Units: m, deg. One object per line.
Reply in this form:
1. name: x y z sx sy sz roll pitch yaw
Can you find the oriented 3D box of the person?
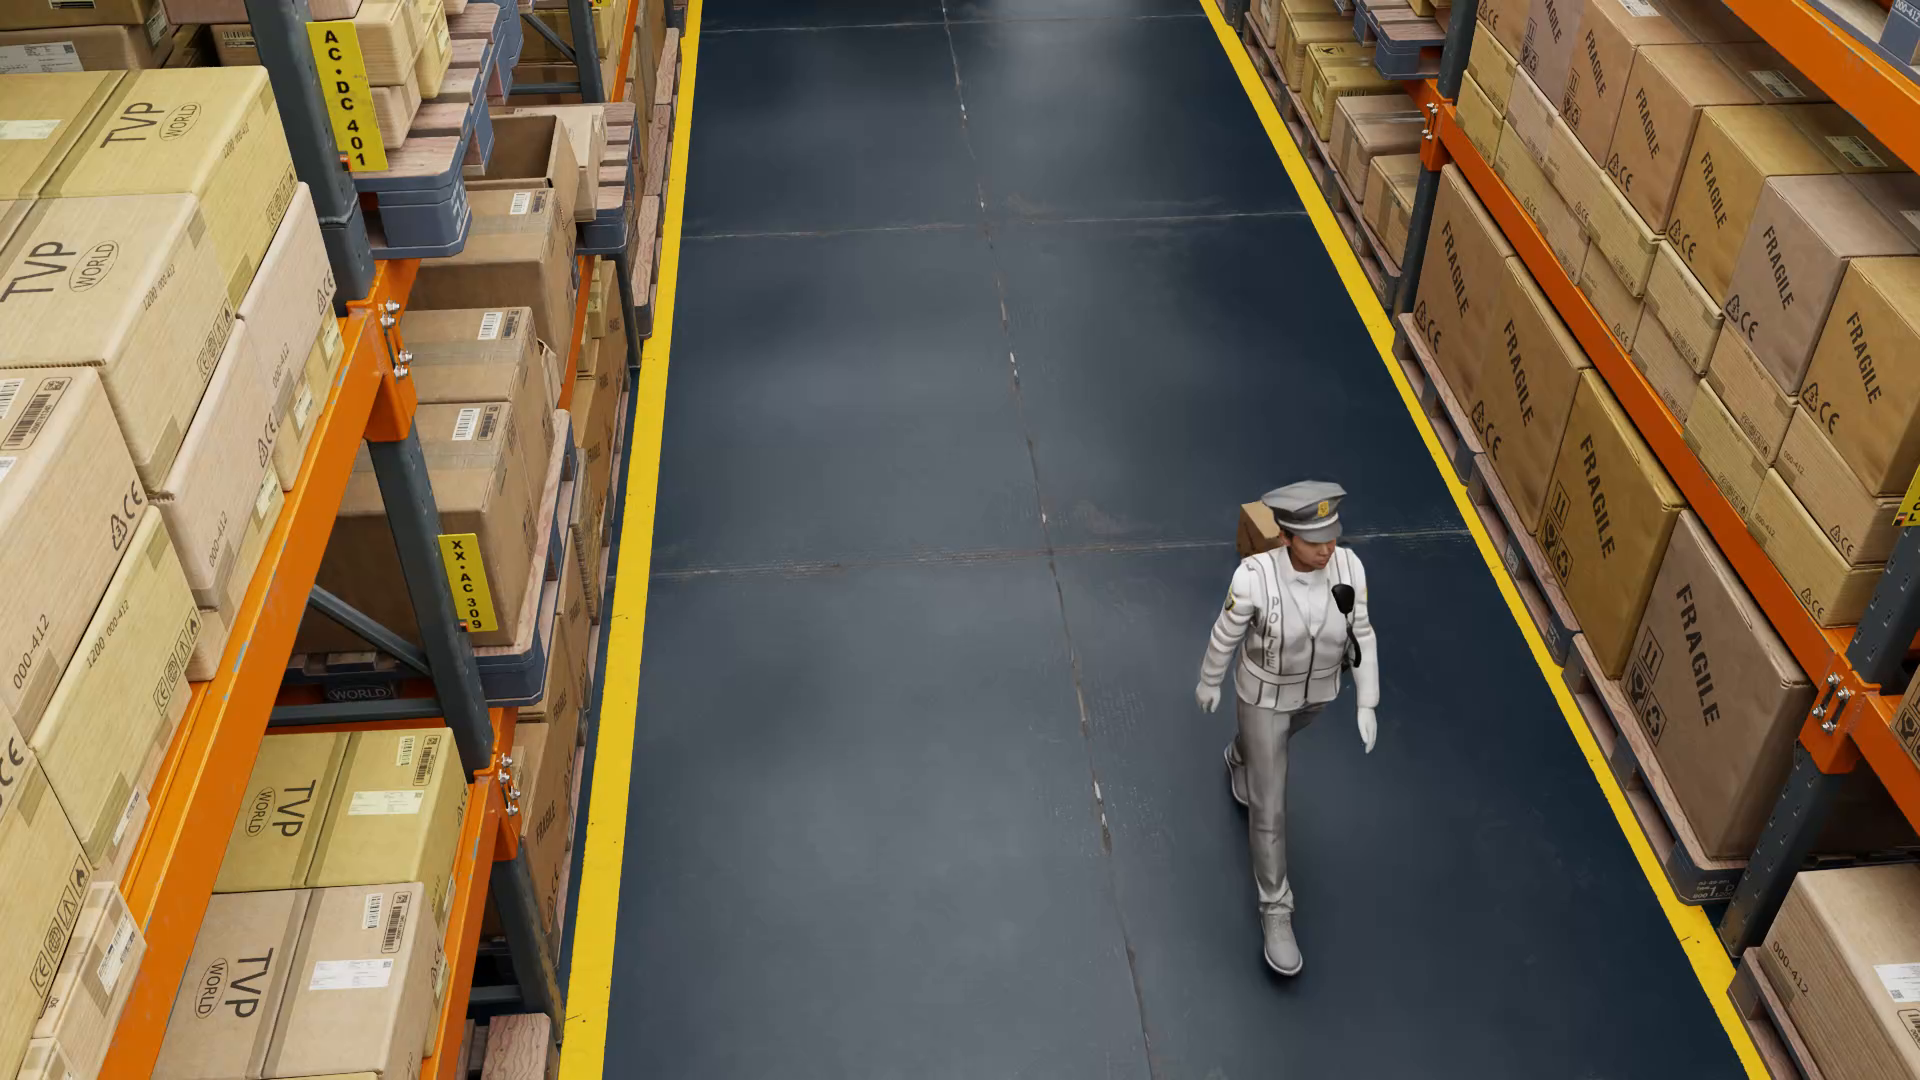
1. person: 1.117 0.519 5.479 0.515 1.625 1.012 -11 41 -13
